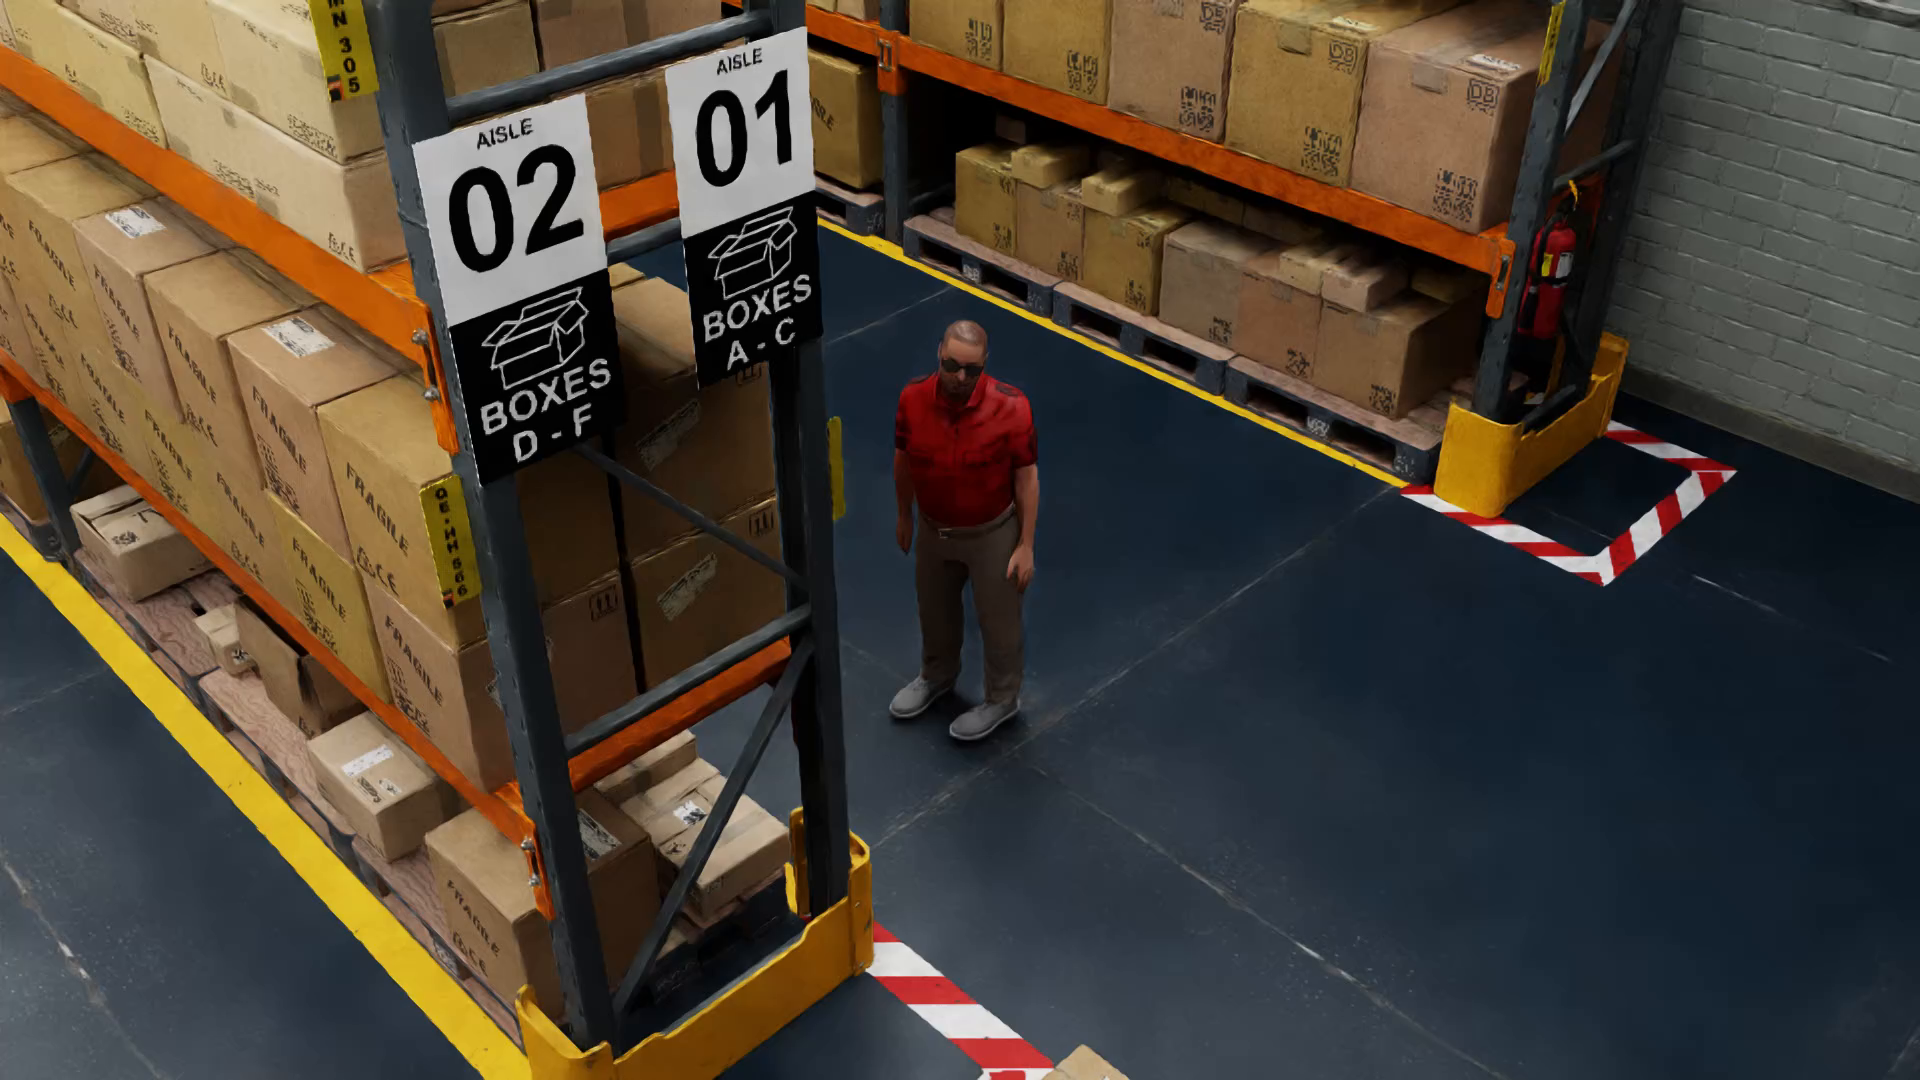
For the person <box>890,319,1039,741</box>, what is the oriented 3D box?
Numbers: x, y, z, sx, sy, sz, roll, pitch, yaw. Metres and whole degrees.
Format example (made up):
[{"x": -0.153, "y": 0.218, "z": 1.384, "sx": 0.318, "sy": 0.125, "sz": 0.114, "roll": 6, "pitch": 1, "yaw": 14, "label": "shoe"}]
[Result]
[{"x": 0.017, "y": -0.019, "z": 6.148, "sx": 0.597, "sy": 1.739, "sz": 0.381, "roll": 14, "pitch": 38, "yaw": 19, "label": "person"}]
